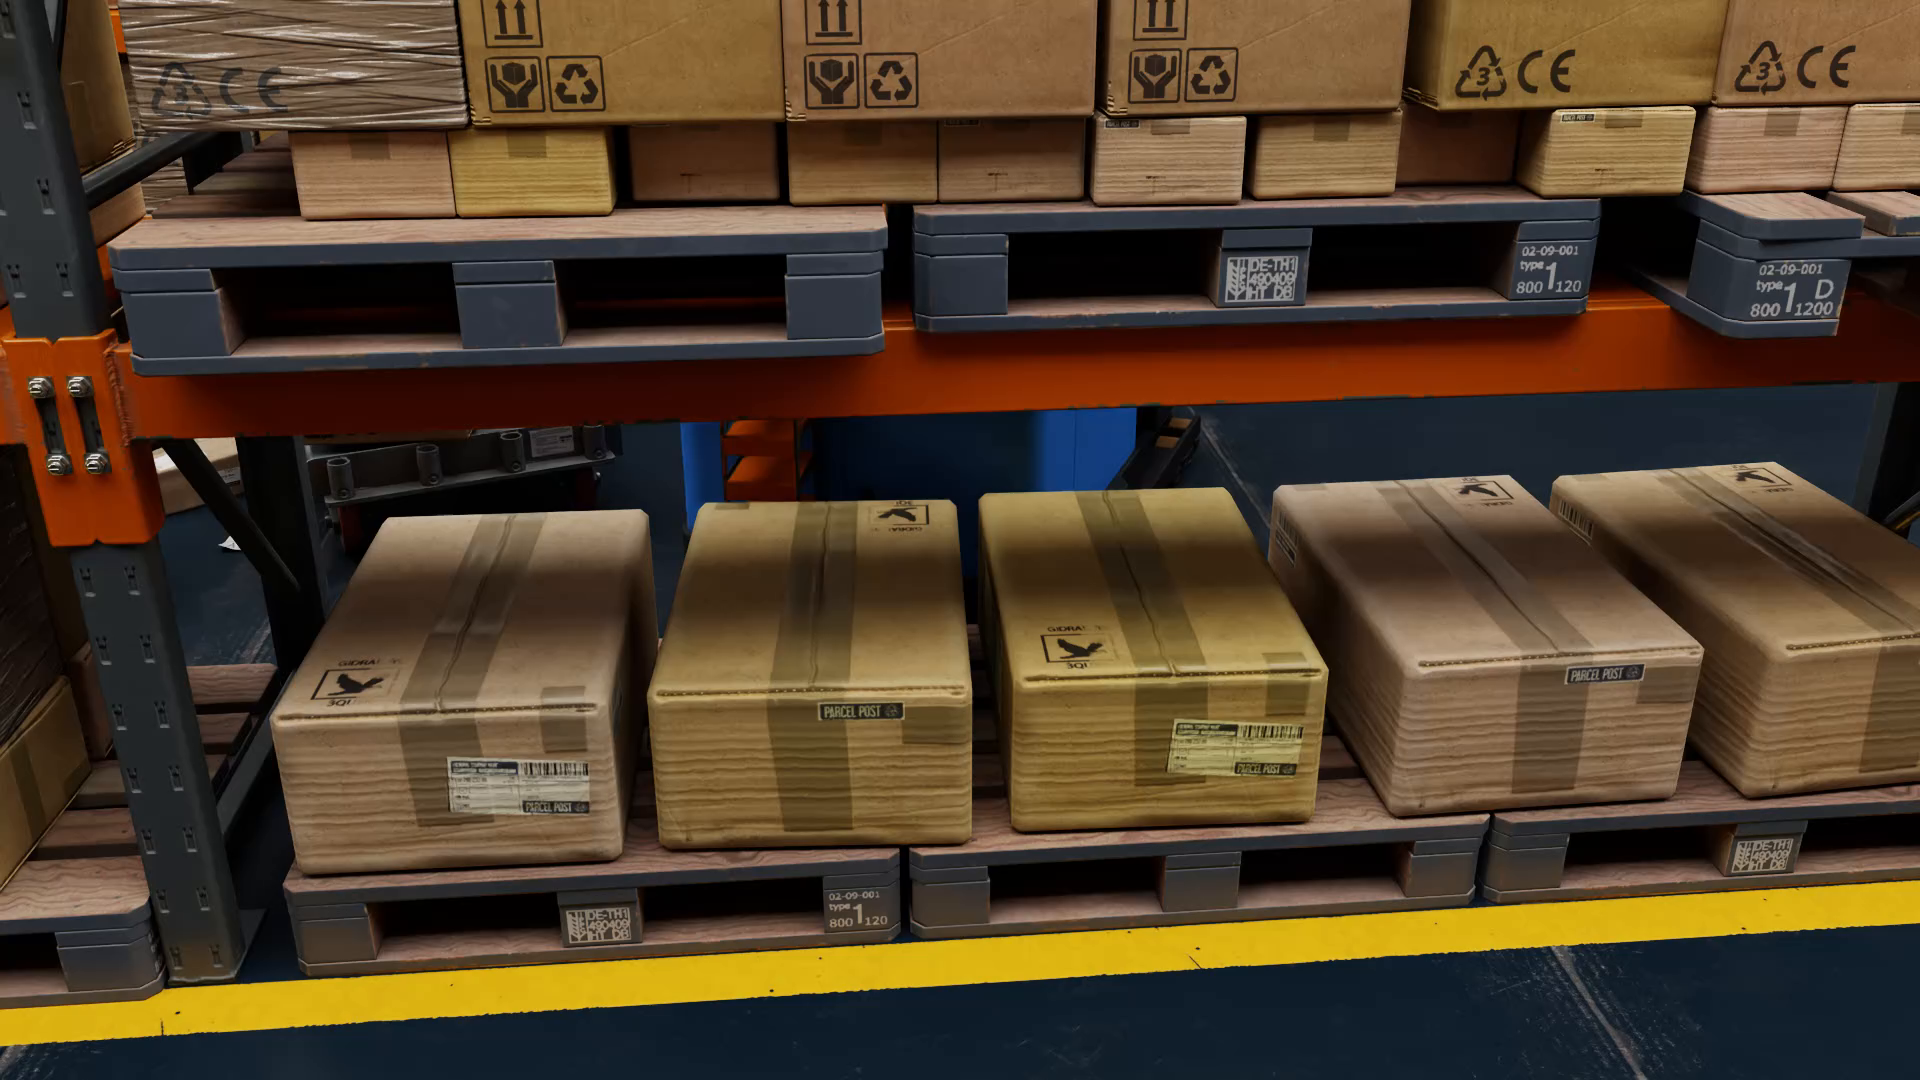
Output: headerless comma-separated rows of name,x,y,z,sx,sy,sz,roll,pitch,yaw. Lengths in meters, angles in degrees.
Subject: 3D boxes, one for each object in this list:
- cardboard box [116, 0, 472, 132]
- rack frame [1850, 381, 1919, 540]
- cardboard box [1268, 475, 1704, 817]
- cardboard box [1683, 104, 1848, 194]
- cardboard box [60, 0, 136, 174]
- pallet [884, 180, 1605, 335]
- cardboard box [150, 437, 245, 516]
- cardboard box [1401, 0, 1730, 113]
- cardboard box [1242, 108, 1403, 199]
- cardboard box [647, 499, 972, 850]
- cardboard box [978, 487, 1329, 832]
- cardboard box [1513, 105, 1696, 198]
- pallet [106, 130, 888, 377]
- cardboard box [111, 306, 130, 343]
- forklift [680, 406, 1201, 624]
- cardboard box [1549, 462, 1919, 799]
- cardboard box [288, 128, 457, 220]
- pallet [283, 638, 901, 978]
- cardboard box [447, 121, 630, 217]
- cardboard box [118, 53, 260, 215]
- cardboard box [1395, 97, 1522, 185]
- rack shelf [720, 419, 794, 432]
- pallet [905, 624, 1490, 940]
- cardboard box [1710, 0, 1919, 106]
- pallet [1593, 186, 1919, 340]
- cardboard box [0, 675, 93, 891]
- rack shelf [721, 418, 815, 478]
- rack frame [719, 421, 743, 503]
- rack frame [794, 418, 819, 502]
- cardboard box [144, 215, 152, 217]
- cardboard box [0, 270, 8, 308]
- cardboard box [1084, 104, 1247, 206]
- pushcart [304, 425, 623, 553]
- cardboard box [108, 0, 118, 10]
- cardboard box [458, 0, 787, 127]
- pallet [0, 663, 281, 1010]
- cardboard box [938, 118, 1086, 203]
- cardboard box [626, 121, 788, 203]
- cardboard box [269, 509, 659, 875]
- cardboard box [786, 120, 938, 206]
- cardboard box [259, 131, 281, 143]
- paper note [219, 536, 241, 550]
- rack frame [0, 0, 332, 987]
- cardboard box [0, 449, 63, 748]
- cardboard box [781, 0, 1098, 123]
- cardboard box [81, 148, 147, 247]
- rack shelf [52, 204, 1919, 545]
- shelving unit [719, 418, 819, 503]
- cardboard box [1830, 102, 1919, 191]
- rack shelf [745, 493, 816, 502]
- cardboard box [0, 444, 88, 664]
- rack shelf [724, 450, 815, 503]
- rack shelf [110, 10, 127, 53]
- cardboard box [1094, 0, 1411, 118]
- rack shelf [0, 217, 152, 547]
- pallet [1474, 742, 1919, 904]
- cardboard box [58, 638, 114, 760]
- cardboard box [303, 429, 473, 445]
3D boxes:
cardboard box,-1.047,-0.972,2.737,0.500,0.500,0.500,-2,24,-4
rack frame,2.439,-0.855,3.481,0.127,3.000,1.000,-2,24,-5
cardboard box,1.142,0.205,3.814,0.625,0.372,0.950,-3,24,-6
cardboard box,1.379,-0.749,3.035,0.250,0.149,0.380,-3,24,-8
cardboard box,-2.007,-0.972,3.255,0.500,0.500,0.500,-2,24,-5
pallet,0.473,-0.672,3.305,1.213,0.211,1.003,-2,24,-5
cardboard box,-2.563,-0.281,5.555,0.258,0.266,0.396,22,32,40
cardboard box,0.998,-1.052,2.918,0.500,0.500,0.500,-4,24,-9
cardboard box,0.602,-0.730,2.992,0.250,0.149,0.380,-3,24,-7
cardboard box,-0.305,0.261,3.687,0.625,0.372,0.950,-1,24,-2
cardboard box,0.387,0.233,3.751,0.625,0.372,0.950,-2,24,-3
cardboard box,1.106,-0.732,2.997,0.250,0.149,0.380,-2,24,-4
pallet,-0.767,-0.580,3.097,1.213,0.211,1.003,-2,24,-5
cardboard box,-3.093,-0.591,5.793,0.503,0.637,0.797,-2,24,-5
forklift,0.209,-1.578,5.191,1.130,2.935,3.031,8,25,18
cardboard box,1.876,0.172,3.888,0.625,0.372,0.950,-4,24,-9
cardboard box,-0.961,-0.667,2.850,0.250,0.149,0.380,-2,24,-4
pallet,-0.767,0.547,3.759,1.213,0.211,1.003,-2,24,-5
cardboard box,-0.711,-0.673,2.864,0.250,0.149,0.380,-2,24,-4
cardboard box,-3.658,-1.879,7.883,0.875,0.875,0.875,-2,24,-5
cardboard box,0.844,-0.773,3.089,0.250,0.149,0.380,-2,24,-5
rack shelf,-0.474,-0.362,4.095,0.180,0.103,0.258,3,25,6
pallet,0.450,0.497,3.872,1.213,0.211,1.003,-2,24,-5
cardboard box,1.500,-1.073,2.965,0.500,0.500,0.500,-3,24,-6
pallet,1.740,-0.696,3.359,1.003,0.211,1.213,-2,24,-5
cardboard box,-2.104,0.501,3.297,0.500,0.250,0.500,-1,24,-3
rack shelf,-0.474,-0.252,4.145,0.180,0.103,0.258,3,25,6
rack frame,-0.564,-0.188,4.187,0.006,1.200,0.240,3,25,6
rack frame,-0.383,-0.179,4.166,0.006,1.200,0.240,3,25,6
cardboard box,-3.573,-1.074,7.048,0.500,0.500,0.500,2,24,4
cardboard box,-1.832,-0.445,2.867,0.250,0.149,0.380,-3,24,-6
cardboard box,0.339,-0.708,2.941,0.250,0.149,0.380,-1,24,-3
pushcart,-1.816,-0.417,5.723,0.936,0.377,1.648,-11,26,-23
cardboard box,-3.589,-2.736,7.528,0.550,0.550,0.875,-2,24,-5
cardboard box,-0.549,-0.992,2.782,0.500,0.500,0.500,-2,24,-5
pallet,-2.207,0.620,3.595,1.213,0.211,1.003,-2,24,-5
cardboard box,0.070,-0.718,2.965,0.250,0.149,0.380,-2,24,-5
cardboard box,-0.437,-0.716,2.959,0.250,0.149,0.380,-1,24,-2
cardboard box,-1.020,0.291,3.619,0.625,0.372,0.950,-2,24,-4
cardboard box,-0.177,-0.709,2.944,0.250,0.149,0.380,-2,24,-4
cardboard box,-2.762,-1.916,7.967,0.875,0.875,0.875,-2,24,-4
paper note,-2.237,-0.007,5.228,0.142,0.019,0.148,-2,24,-5
rack frame,-1.542,-0.695,3.122,0.127,3.000,1.000,-2,24,-5
cardboard box,-2.104,0.159,3.145,0.500,0.500,0.500,-3,24,-6
cardboard box,-0.055,-1.006,2.814,0.500,0.500,0.500,-2,24,-5
cardboard box,-1.887,-0.698,3.436,0.250,0.149,0.380,-2,24,-5
rack shelf,0.449,-0.447,3.447,4.000,0.370,1.077,-2,24,-5
shelving unit,-0.473,-0.184,4.176,0.189,1.200,0.258,3,25,6
cardboard box,1.630,-0.756,3.050,0.250,0.149,0.380,-2,24,-6
rack shelf,-0.473,-0.034,4.245,0.180,0.103,0.258,3,25,6
cardboard box,-2.155,-0.059,3.635,0.500,0.500,0.500,-1,24,-3
rack shelf,-0.473,-0.143,4.195,0.180,0.103,0.258,3,25,6
rack shelf,-4.119,-2.284,7.580,4.000,0.370,1.077,-2,24,-5
cardboard box,0.455,-1.031,2.870,0.500,0.500,0.500,-3,24,-7
rack shelf,-3.532,-0.287,3.088,4.000,0.370,1.077,-2,24,-5
pallet,1.661,0.450,3.978,1.213,0.211,1.003,-2,24,-5
cardboard box,-2.155,0.284,3.787,0.500,0.250,0.500,-3,24,-8
cardboard box,-1.747,-0.618,5.091,0.500,0.500,0.500,-2,24,-5
